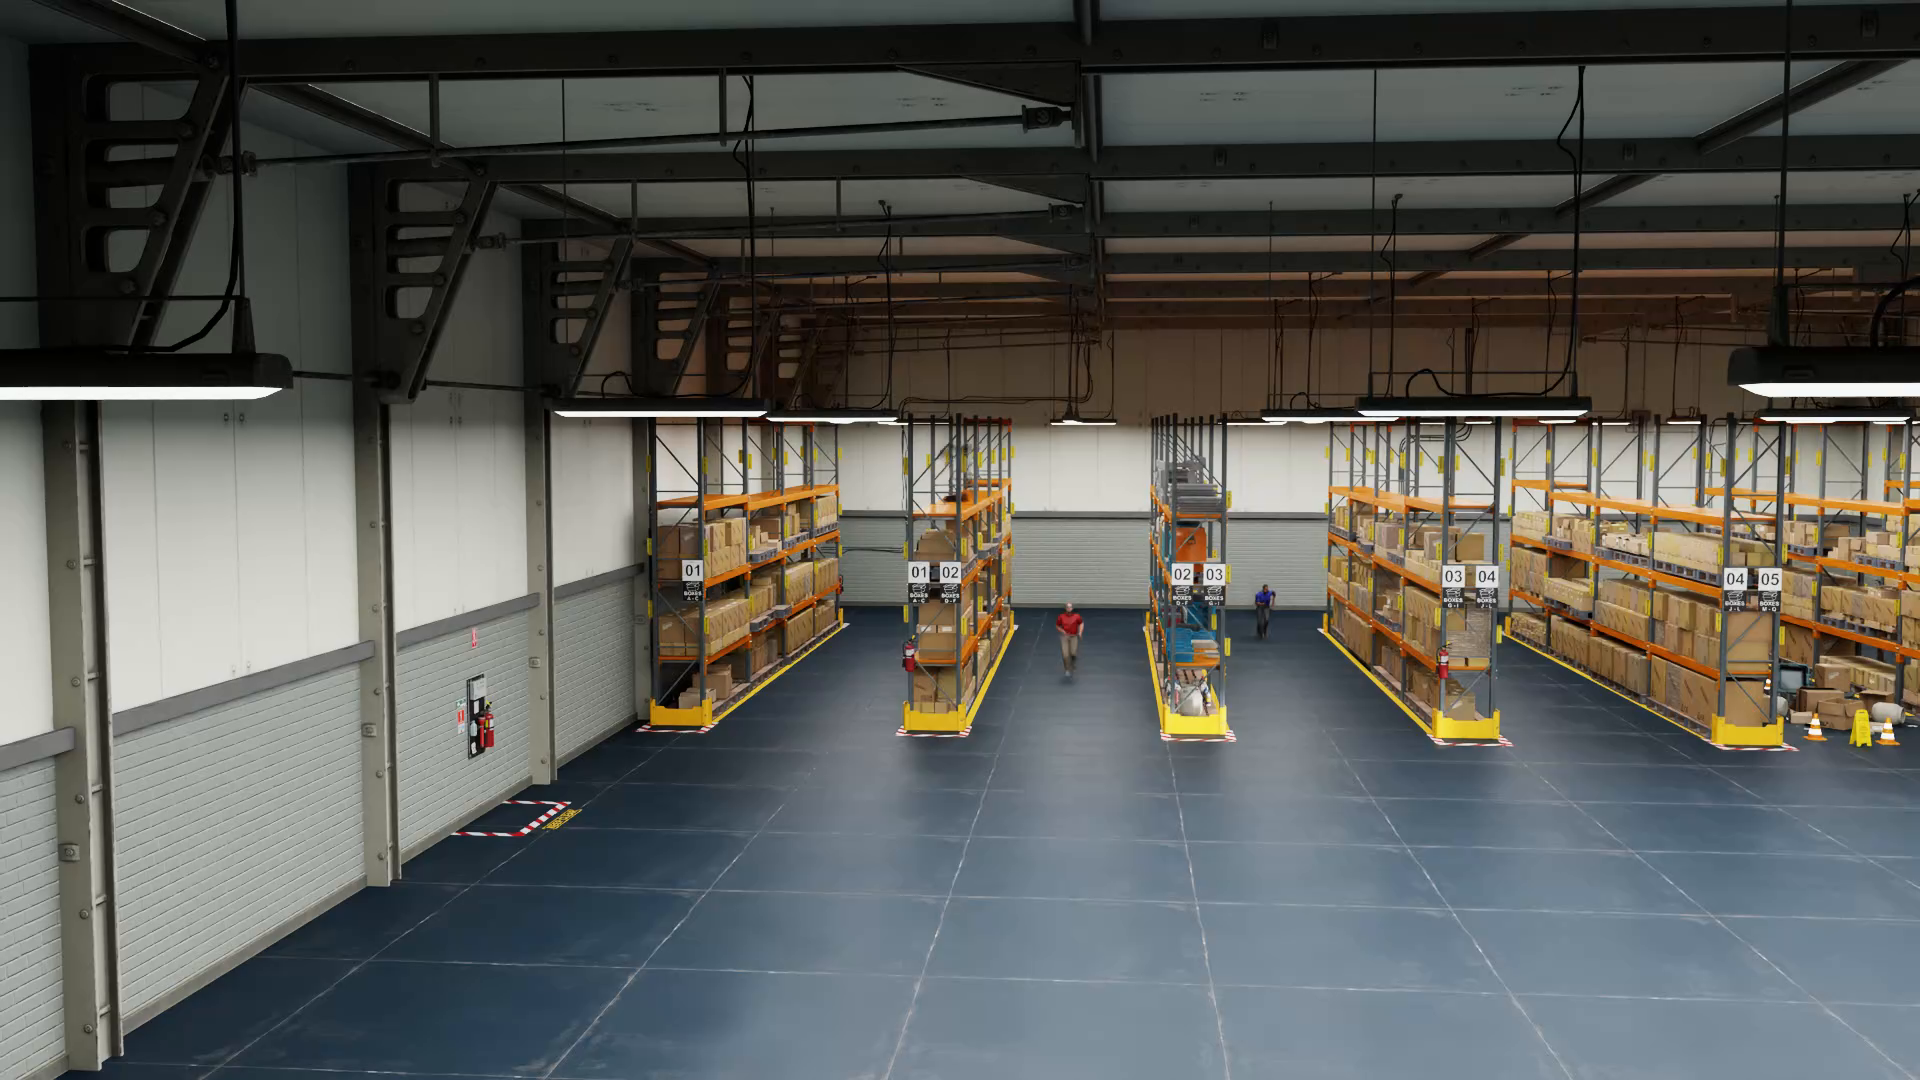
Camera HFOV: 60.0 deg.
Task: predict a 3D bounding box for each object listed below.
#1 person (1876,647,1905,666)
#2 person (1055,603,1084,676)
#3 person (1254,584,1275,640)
[{"bbox_3d":[21.925,2.205,39.202,0.634,1.753,0.907,0,4,-7],"label":"person"},{"bbox_3d":[2.535,2.297,38.462,0.659,1.686,0.593,0,4,4],"label":"person"},{"bbox_3d":[8.248,1.938,45.073,0.609,1.538,0.941,0,4,-3],"label":"person"}]
